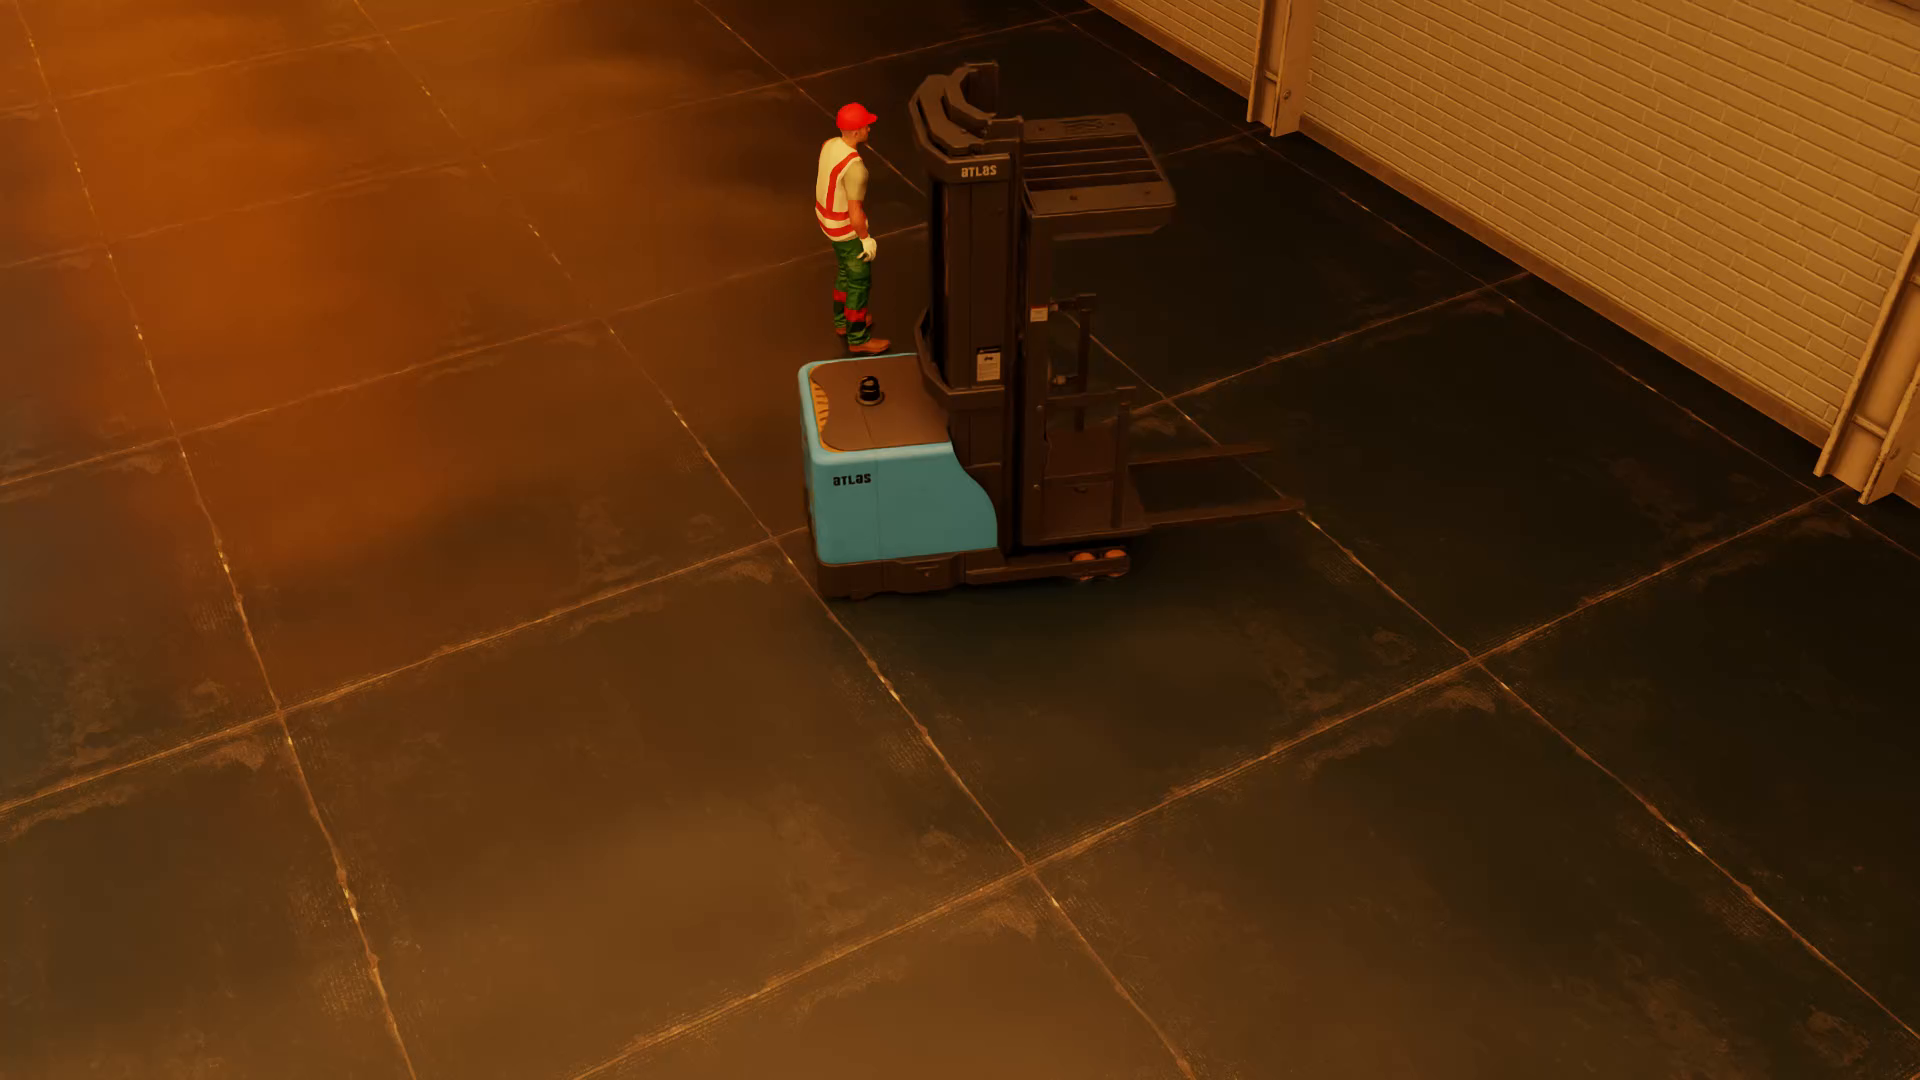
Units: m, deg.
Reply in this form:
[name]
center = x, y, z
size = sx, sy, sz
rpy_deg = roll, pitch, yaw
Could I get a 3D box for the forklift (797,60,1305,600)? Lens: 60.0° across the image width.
[forklift]
center = 0.580, -1.215, 9.501
size = 3.031, 2.935, 1.130
rpy_deg = -6, 40, -7

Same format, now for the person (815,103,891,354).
[person]
center = -0.756, -2.178, 11.566
size = 0.445, 1.780, 0.621
rpy_deg = -15, 42, -17
